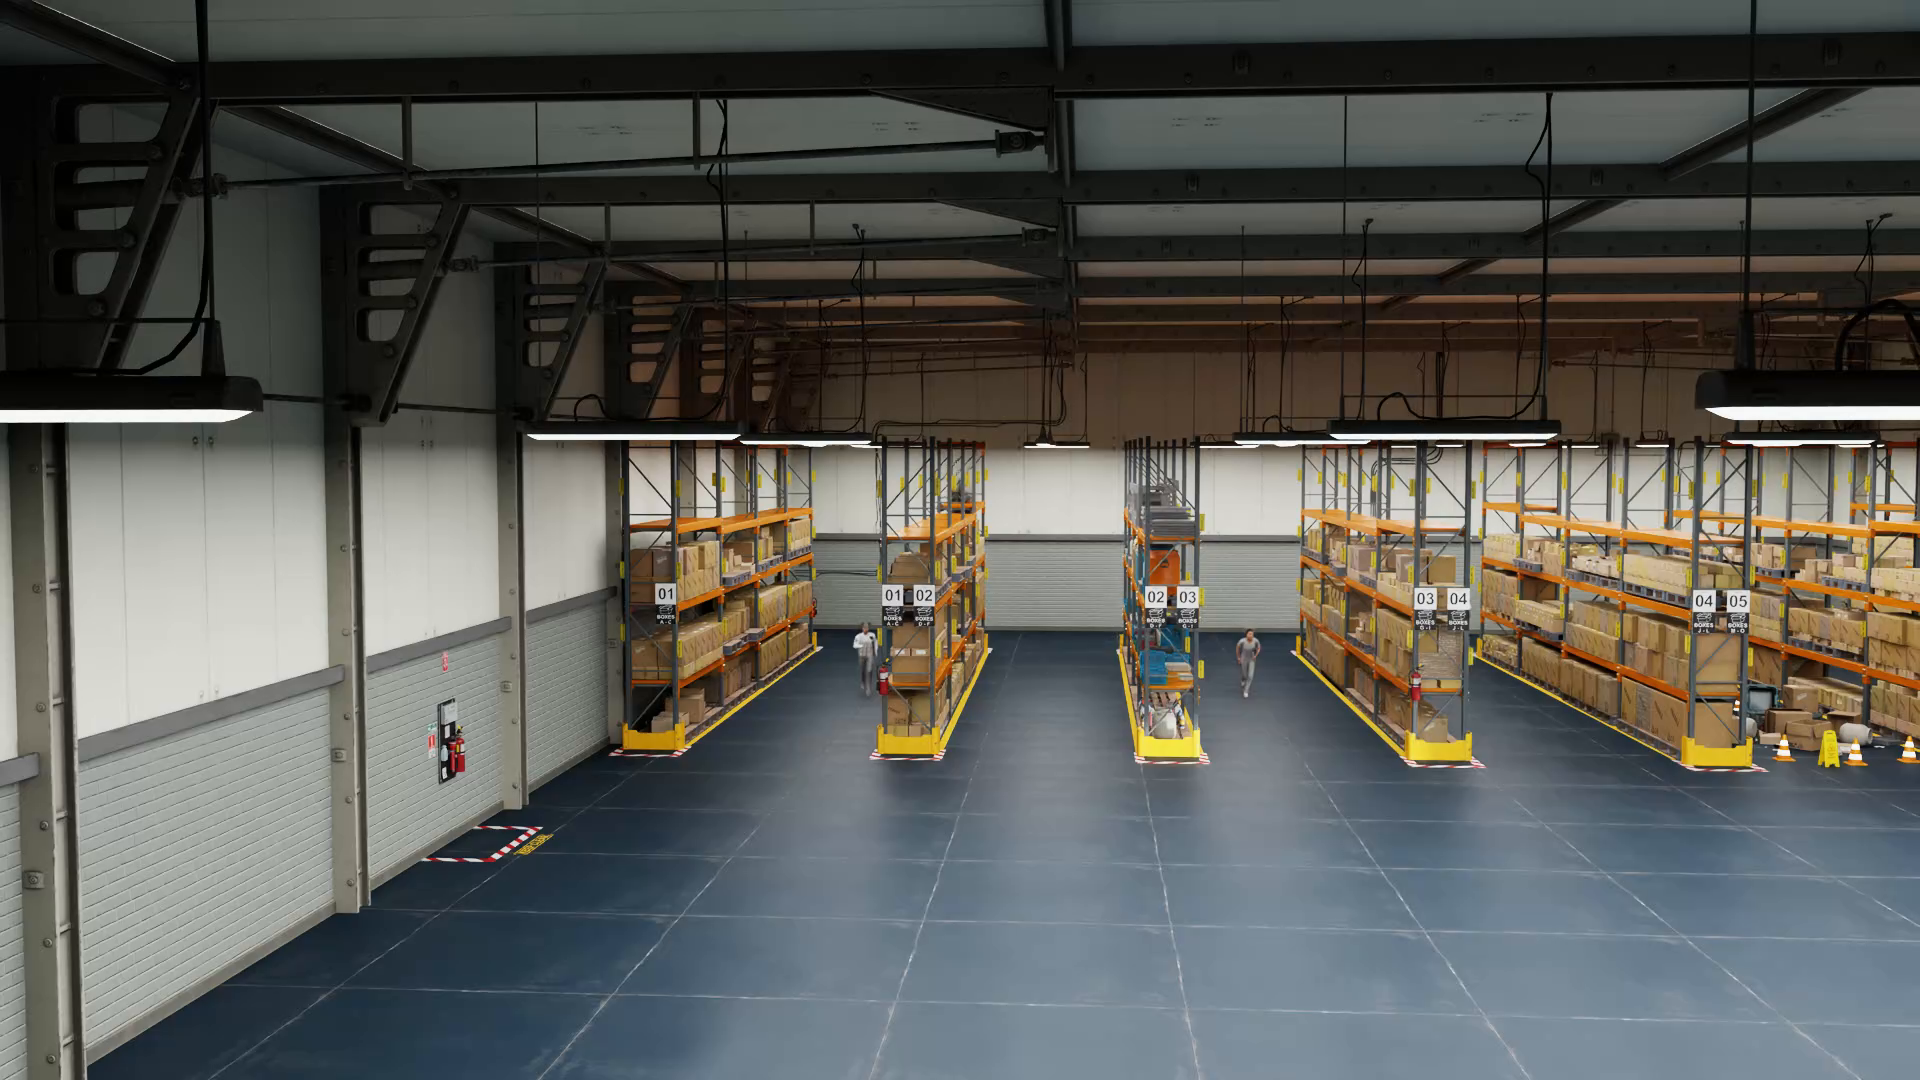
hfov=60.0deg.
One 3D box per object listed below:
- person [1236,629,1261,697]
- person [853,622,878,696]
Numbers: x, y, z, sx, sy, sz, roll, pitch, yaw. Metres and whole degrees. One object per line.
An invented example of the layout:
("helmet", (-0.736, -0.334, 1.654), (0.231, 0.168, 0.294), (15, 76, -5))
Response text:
("person", (6.747, 2.860, 39.023), (0.559, 1.613, 0.783), (0, 3, -5))
("person", (-2.221, 2.764, 39.172), (0.589, 1.720, 0.882), (0, 3, -5))
